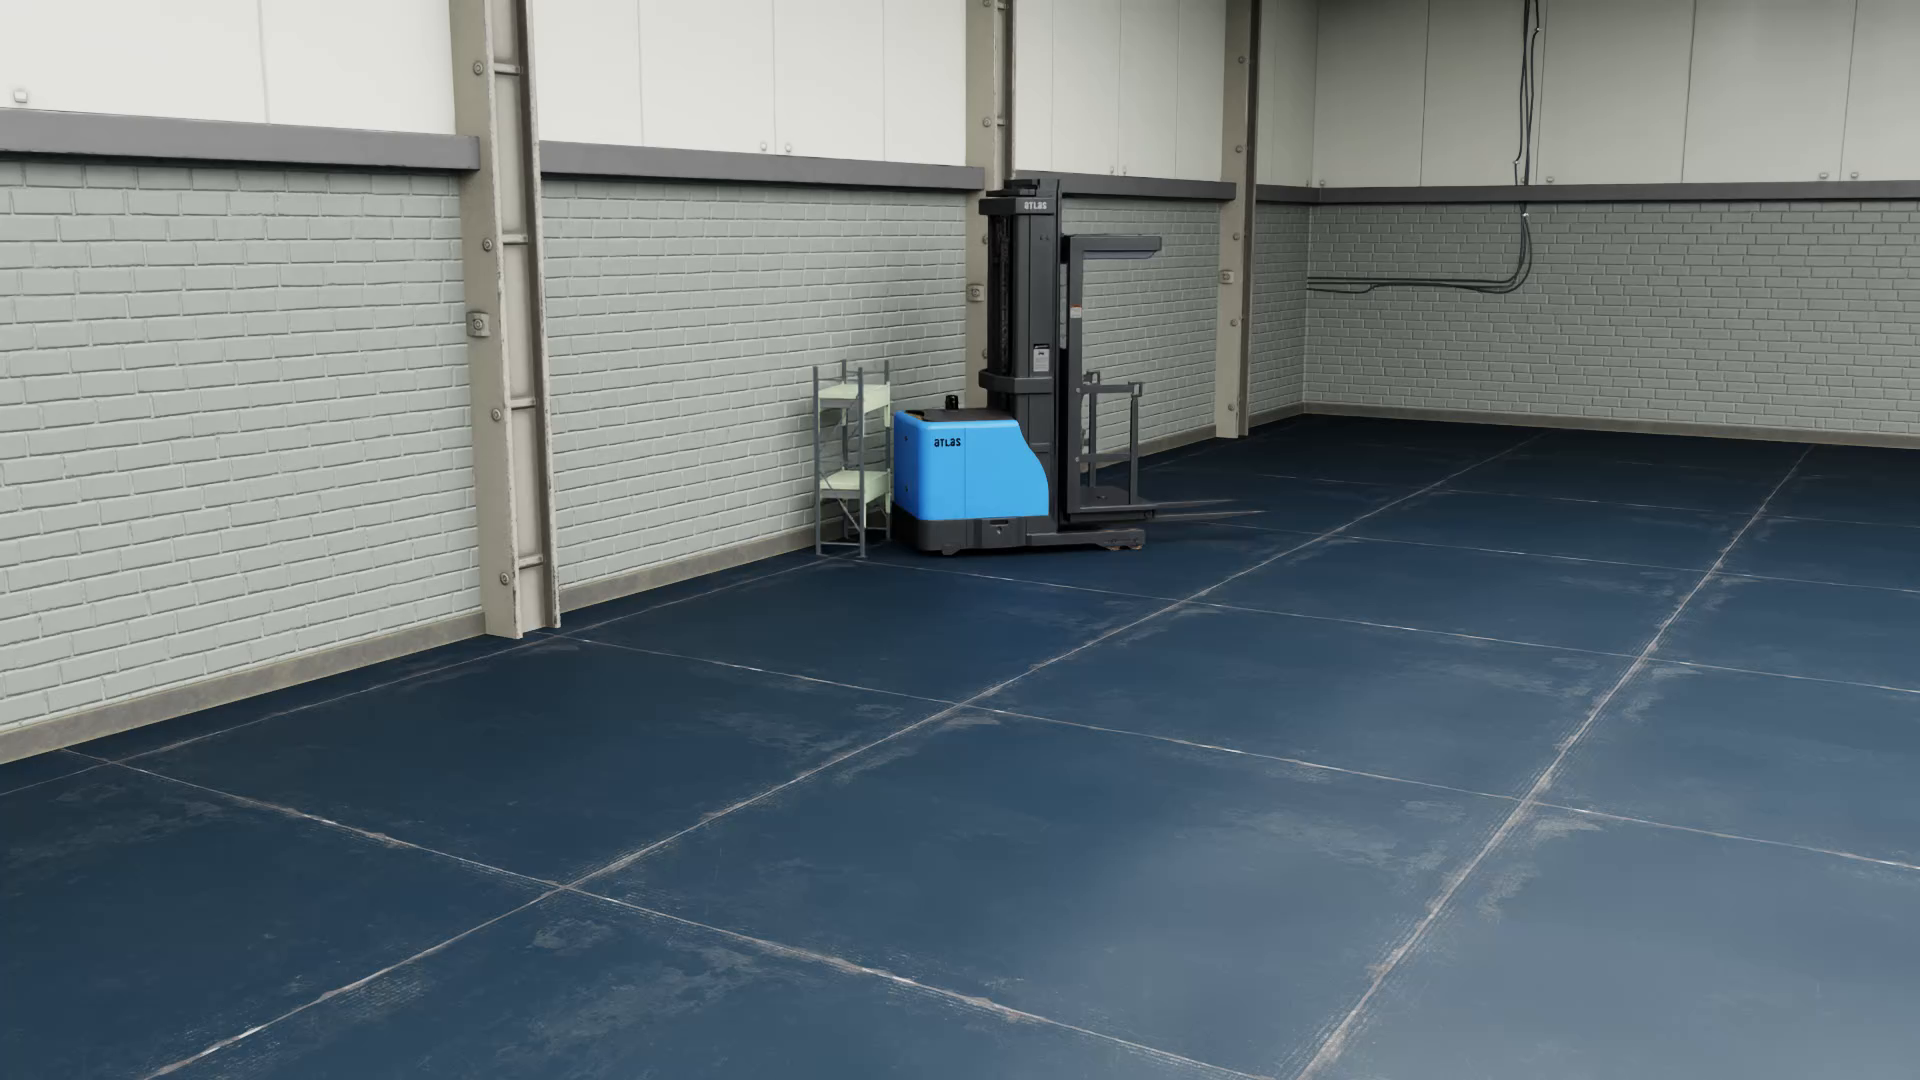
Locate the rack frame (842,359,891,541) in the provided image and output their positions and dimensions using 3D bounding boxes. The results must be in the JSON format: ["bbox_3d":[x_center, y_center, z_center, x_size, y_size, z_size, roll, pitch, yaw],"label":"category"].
[{"bbox_3d":[-0.773,-0.737,13.727,0.400,1.500,0.023,3,11,13],"label":"rack frame"}]

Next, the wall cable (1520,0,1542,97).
[{"bbox_3d":[8.367,-6.765,20.261,3.097,2.526,0.112,6,12,31],"label":"wall cable"}]

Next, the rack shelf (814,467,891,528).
[{"bbox_3d":[-0.860,-0.351,13.438,0.431,0.370,0.720,3,11,13],"label":"rack shelf"}]

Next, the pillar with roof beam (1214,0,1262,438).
[{"bbox_3d":[7.075,-5.319,17.823,9.100,9.000,0.400,6,12,31],"label":"pillar with roof beam"}]

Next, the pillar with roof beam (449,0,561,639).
[{"bbox_3d":[0.845,-3.431,7.743,9.100,9.000,0.400,6,12,31],"label":"pillar with roof beam"}]

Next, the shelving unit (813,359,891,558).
[{"bbox_3d":[-0.860,-0.671,13.378,0.431,1.500,0.755,3,11,13],"label":"shelving unit"}]

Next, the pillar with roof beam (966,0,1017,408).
[{"bbox_3d":[3.960,-4.375,12.783,9.100,9.000,0.400,6,12,31],"label":"pillar with roof beam"}]

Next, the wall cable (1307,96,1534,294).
[{"bbox_3d":[6.055,-4.541,22.106,3.097,2.526,0.112,6,12,31],"label":"wall cable"}]

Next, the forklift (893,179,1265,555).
[{"bbox_3d":[1.012,-1.446,13.627,3.031,2.935,1.130,-3,11,-15],"label":"forklift"}]

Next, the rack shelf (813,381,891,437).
[{"bbox_3d":[-0.860,-1.055,13.306,0.431,0.370,0.720,3,11,13],"label":"rack shelf"}]

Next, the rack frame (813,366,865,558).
[{"bbox_3d":[-0.946,-0.606,13.028,0.400,1.500,0.023,3,11,13],"label":"rack frame"}]
